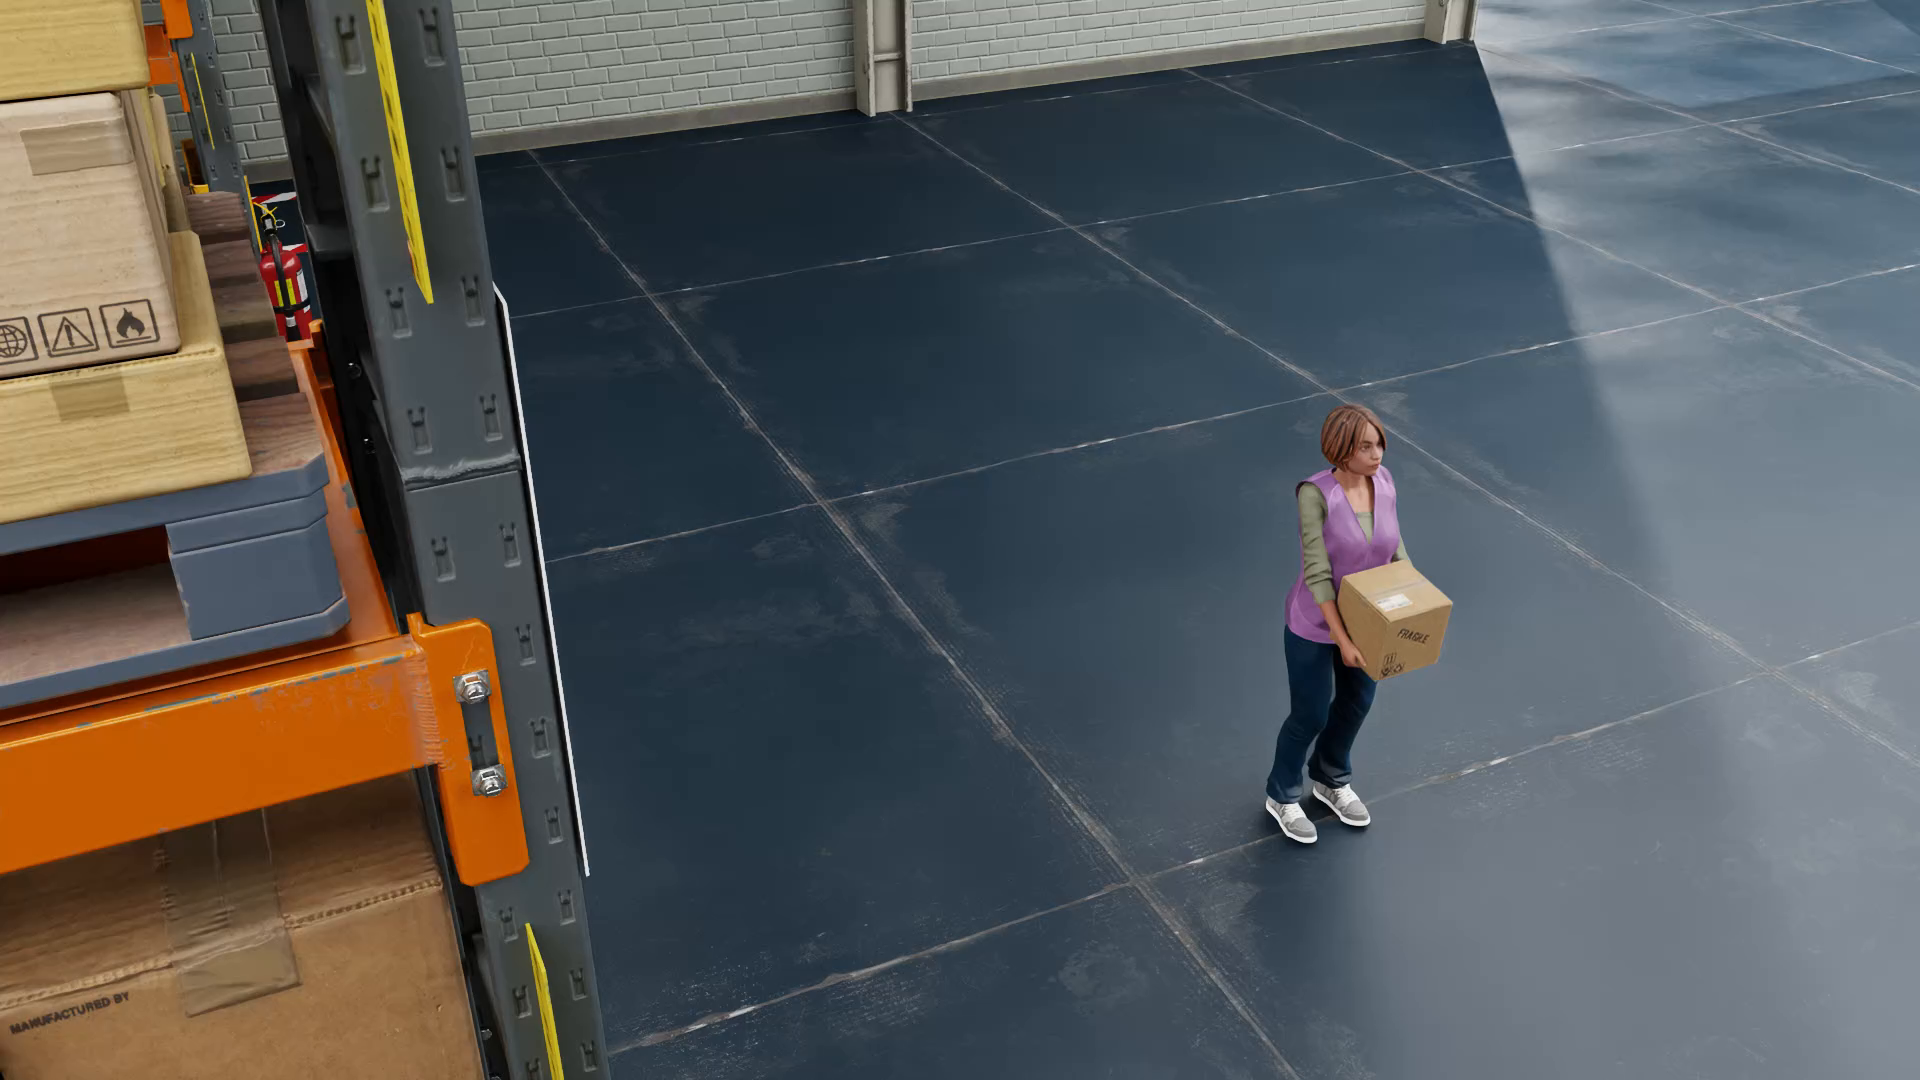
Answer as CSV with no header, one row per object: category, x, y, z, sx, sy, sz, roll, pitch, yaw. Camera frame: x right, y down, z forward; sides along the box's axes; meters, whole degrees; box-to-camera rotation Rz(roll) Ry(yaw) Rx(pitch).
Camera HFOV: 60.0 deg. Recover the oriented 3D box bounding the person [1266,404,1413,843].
person,1.311,0.328,5.570,0.408,1.589,0.498,-13,32,-22
